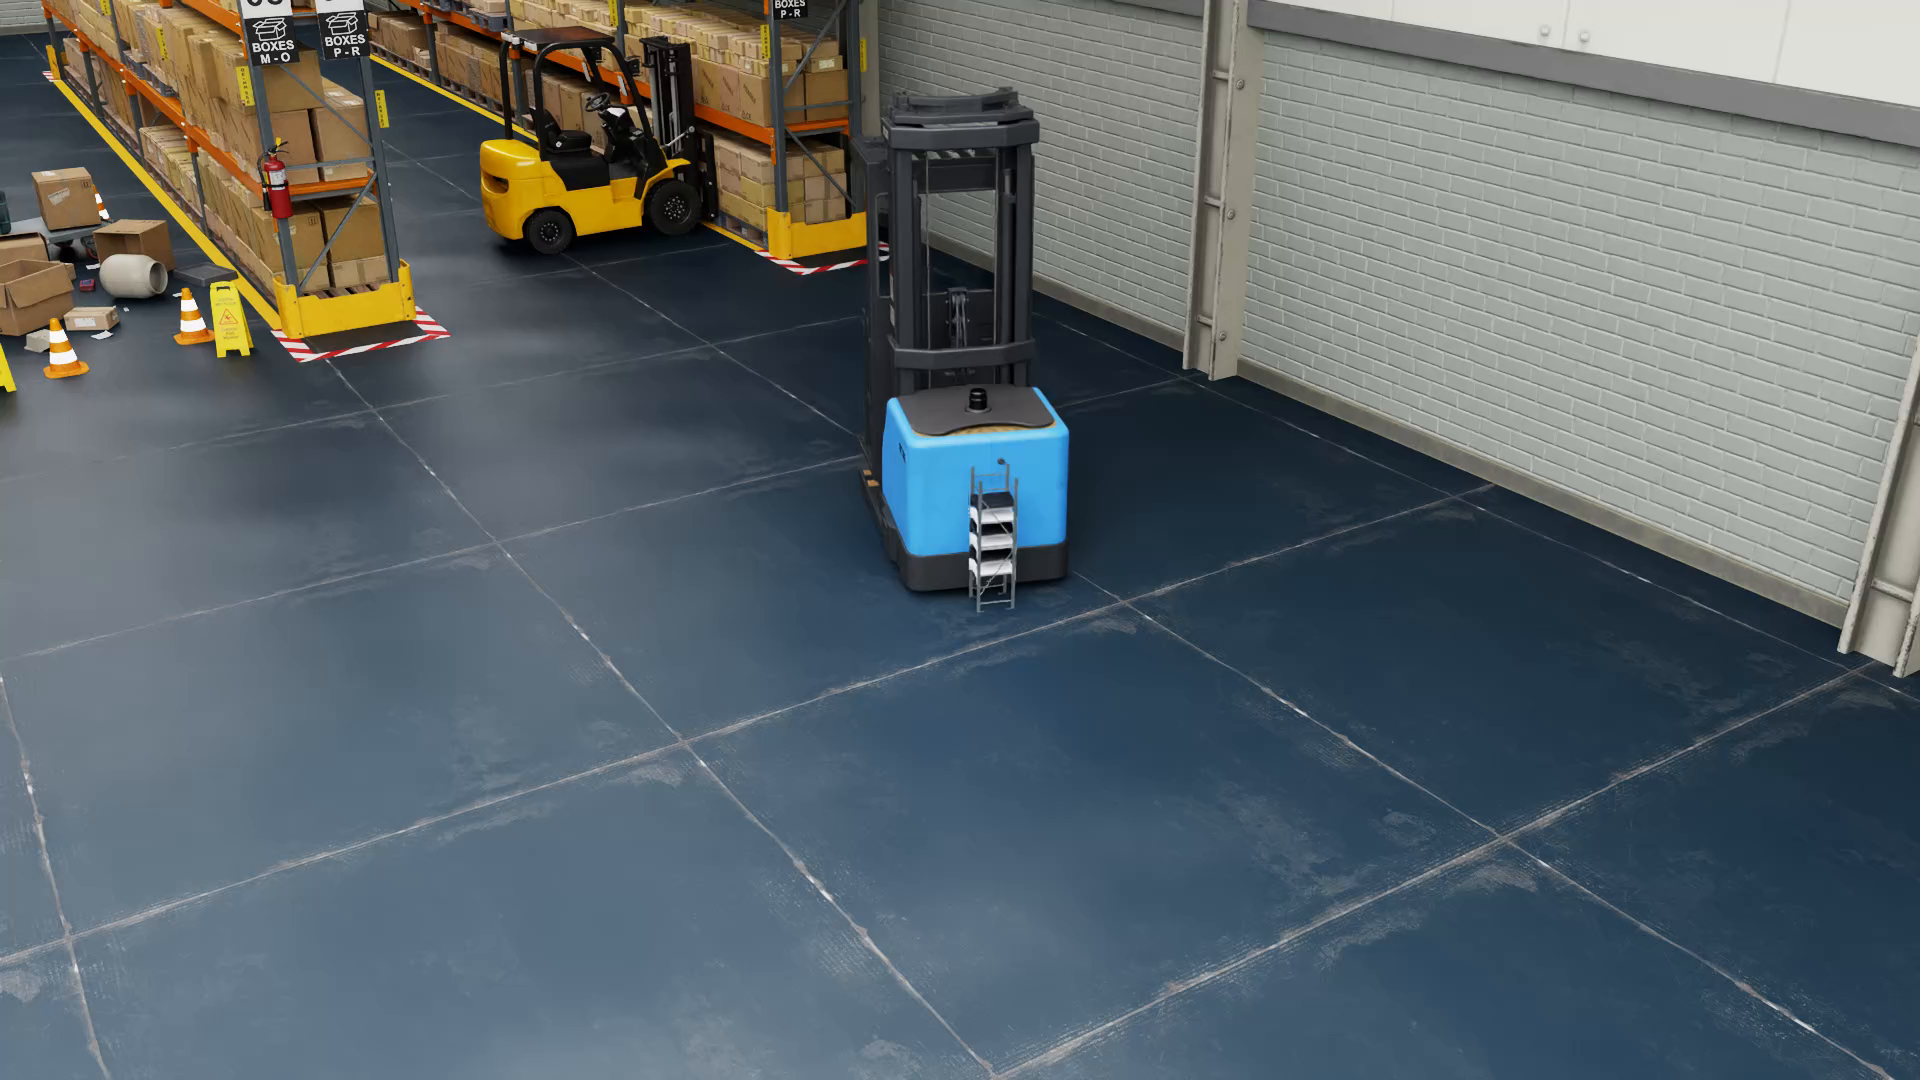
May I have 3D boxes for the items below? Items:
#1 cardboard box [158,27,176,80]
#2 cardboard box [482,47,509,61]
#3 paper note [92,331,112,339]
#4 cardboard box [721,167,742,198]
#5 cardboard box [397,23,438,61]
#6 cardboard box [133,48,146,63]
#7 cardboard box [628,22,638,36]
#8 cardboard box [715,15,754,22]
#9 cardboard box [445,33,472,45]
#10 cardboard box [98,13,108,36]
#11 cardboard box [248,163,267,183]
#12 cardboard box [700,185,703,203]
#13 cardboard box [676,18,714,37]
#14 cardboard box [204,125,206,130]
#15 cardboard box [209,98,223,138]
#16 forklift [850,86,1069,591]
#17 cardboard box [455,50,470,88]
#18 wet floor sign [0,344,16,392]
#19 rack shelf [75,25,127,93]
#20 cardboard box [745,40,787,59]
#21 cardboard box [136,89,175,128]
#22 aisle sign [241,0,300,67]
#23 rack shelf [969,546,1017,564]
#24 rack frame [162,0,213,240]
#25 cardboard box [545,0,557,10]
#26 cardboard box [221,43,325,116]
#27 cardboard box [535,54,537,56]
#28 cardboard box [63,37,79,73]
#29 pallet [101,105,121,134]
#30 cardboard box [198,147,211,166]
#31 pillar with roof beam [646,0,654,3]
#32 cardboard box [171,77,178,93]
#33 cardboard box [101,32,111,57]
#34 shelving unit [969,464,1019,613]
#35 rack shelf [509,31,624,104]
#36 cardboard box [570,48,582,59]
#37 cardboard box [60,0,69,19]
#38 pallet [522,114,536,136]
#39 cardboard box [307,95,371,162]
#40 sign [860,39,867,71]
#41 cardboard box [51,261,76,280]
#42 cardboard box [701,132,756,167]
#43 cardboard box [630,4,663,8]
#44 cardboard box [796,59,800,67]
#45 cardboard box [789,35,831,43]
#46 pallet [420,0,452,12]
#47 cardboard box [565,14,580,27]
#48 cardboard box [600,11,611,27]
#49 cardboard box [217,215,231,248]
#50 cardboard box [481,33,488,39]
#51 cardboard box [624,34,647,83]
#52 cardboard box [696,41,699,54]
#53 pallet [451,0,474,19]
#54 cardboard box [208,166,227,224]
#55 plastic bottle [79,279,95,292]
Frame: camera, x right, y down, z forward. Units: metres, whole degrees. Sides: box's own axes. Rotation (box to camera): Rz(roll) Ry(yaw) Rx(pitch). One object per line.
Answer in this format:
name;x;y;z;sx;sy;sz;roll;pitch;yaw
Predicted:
cardboard box;-8.274;-5.255;17.911;0.500;0.500;0.500;-16;30;-31
cardboard box;-6.863;-7.222;24.711;0.380;0.149;0.250;-16;30;-30
paper note;-7.830;-1.875;15.186;0.142;0.019;0.148;18;31;33
cardboard box;-2.282;-3.957;18.262;0.500;0.250;0.500;-16;30;-30
cardboard box;-8.969;-8.357;27.874;0.700;0.500;0.500;-17;30;-31
cardboard box;-9.622;-5.801;19.826;0.380;0.149;0.250;-15;29;-29
cardboard box;-3.719;-6.095;19.771;0.380;0.149;0.250;-16;30;-30
cardboard box;-2.573;-5.896;19.000;0.380;0.149;0.250;-16;30;-30
cardboard box;-7.851;-7.875;26.094;0.380;0.149;0.250;-16;30;-31
cardboard box;-10.774;-6.659;21.433;0.500;0.250;0.500;-16;30;-31
cardboard box;-6.261;-3.378;15.187;0.380;0.149;0.250;-16;30;-30
cardboard box;-2.842;-4.084;19.116;0.500;0.250;0.500;-15;29;-28
cardboard box;-2.978;-5.780;18.754;0.380;0.149;0.250;-16;29;-30
cardboard box;-7.575;-4.307;17.153;0.380;0.149;0.250;-16;29;-30
cardboard box;-6.974;-4.198;16.164;0.500;0.500;0.500;-15;29;-29
forklift;-0.114;-1.611;11.228;1.130;2.935;3.031;-5;26;-11
cardboard box;-7.397;-7.260;25.551;0.500;0.500;0.500;-17;30;-31
wet floor sign;-8.064;-1.540;13.756;0.267;0.644;0.232;-22;33;-38
rack shelf;-11.105;-6.595;22.548;1.077;0.370;4.000;-16;29;-30
cardboard box;-2.022;-5.134;17.387;0.380;0.149;0.250;-15;29;-29
cardboard box;-10.321;-5.700;21.808;0.875;0.875;0.875;-16;30;-30
aisle sign;-5.855;-4.429;14.073;0.394;0.787;0.004;-16;29;-30
rack shelf;0.201;0.103;10.257;0.258;0.077;0.200;-6;28;-12
rack frame;-7.830;-4.774;17.849;1.000;3.000;0.127;-16;29;-30
cardboard box;-5.216;-7.059;21.813;0.380;0.149;0.250;-15;29;-29
cardboard box;-6.108;-4.107;14.799;0.700;0.500;0.500;-16;30;-31
cardboard box;-6.003;-7.076;24.402;0.380;0.149;0.250;-15;29;-28
cardboard box;-13.937;-7.885;26.947;0.875;0.438;0.875;-17;30;-31
pallet;-11.713;-6.116;23.958;1.003;0.211;1.213;-16;29;-30
cardboard box;-7.716;-4.020;17.343;0.380;0.149;0.250;-15;29;-29
pillar with roof beam;-7.997;-8.816;19.384;9.100;9.000;0.400;-16;29;-30
cardboard box;-8.342;-4.970;18.066;0.380;0.149;0.250;-15;29;-29
cardboard box;-10.799;-6.436;21.546;0.500;0.250;0.500;-15;29;-29
shelving unit;0.202;-0.007;10.200;0.258;0.900;0.210;-6;28;-12
rack shelf;-4.765;-6.322;21.971;1.077;0.370;4.000;-16;29;-30
cardboard box;-4.692;-6.347;21.356;0.500;0.250;0.500;-15;29;-29
cardboard box;-12.950;-7.970;24.501;0.500;0.500;0.500;-16;30;-31
pallet;-5.440;-5.798;23.285;1.003;0.211;1.213;-16;29;-30
cardboard box;-5.672;-3.757;15.229;0.500;0.500;0.500;-16;30;-30
sign;-1.021;-5.056;17.339;0.100;0.325;0.005;-16;29;-30
cardboard box;-9.183;-2.746;16.756;0.396;0.266;0.258;7;26;15
cardboard box;-2.570;-4.351;18.512;0.500;0.250;0.500;-15;29;-29
cardboard box;-3.923;-6.644;20.933;0.380;0.149;0.250;-16;29;-30
cardboard box;-1.645;-5.095;17.652;0.380;0.149;0.250;-16;29;-30
cardboard box;-1.586;-5.254;17.640;0.380;0.149;0.250;-14;29;-28
pallet;-7.695;-8.395;25.745;1.003;0.211;1.213;-16;29;-30
cardboard box;-4.716;-6.573;21.250;0.500;0.250;0.500;-15;29;-29
cardboard box;-4.202;-6.429;20.478;0.380;0.149;0.250;-16;30;-30
cardboard box;-7.433;-3.258;17.367;0.500;0.250;0.500;-14;29;-27
cardboard box;-7.310;-7.904;26.156;0.380;0.149;0.250;-15;29;-29
cardboard box;-3.650;-5.758;19.816;0.500;0.500;0.500;-16;30;-31
cardboard box;-2.695;-5.462;18.429;0.380;0.149;0.250;-16;30;-30
pallet;-6.922;-7.970;24.845;1.003;0.211;1.213;-16;29;-30
cardboard box;-7.432;-3.597;17.206;0.500;0.500;0.500;-14;29;-28
plastic bottle;-8.697;-2.546;16.573;0.133;0.061;0.283;-10;27;-21
